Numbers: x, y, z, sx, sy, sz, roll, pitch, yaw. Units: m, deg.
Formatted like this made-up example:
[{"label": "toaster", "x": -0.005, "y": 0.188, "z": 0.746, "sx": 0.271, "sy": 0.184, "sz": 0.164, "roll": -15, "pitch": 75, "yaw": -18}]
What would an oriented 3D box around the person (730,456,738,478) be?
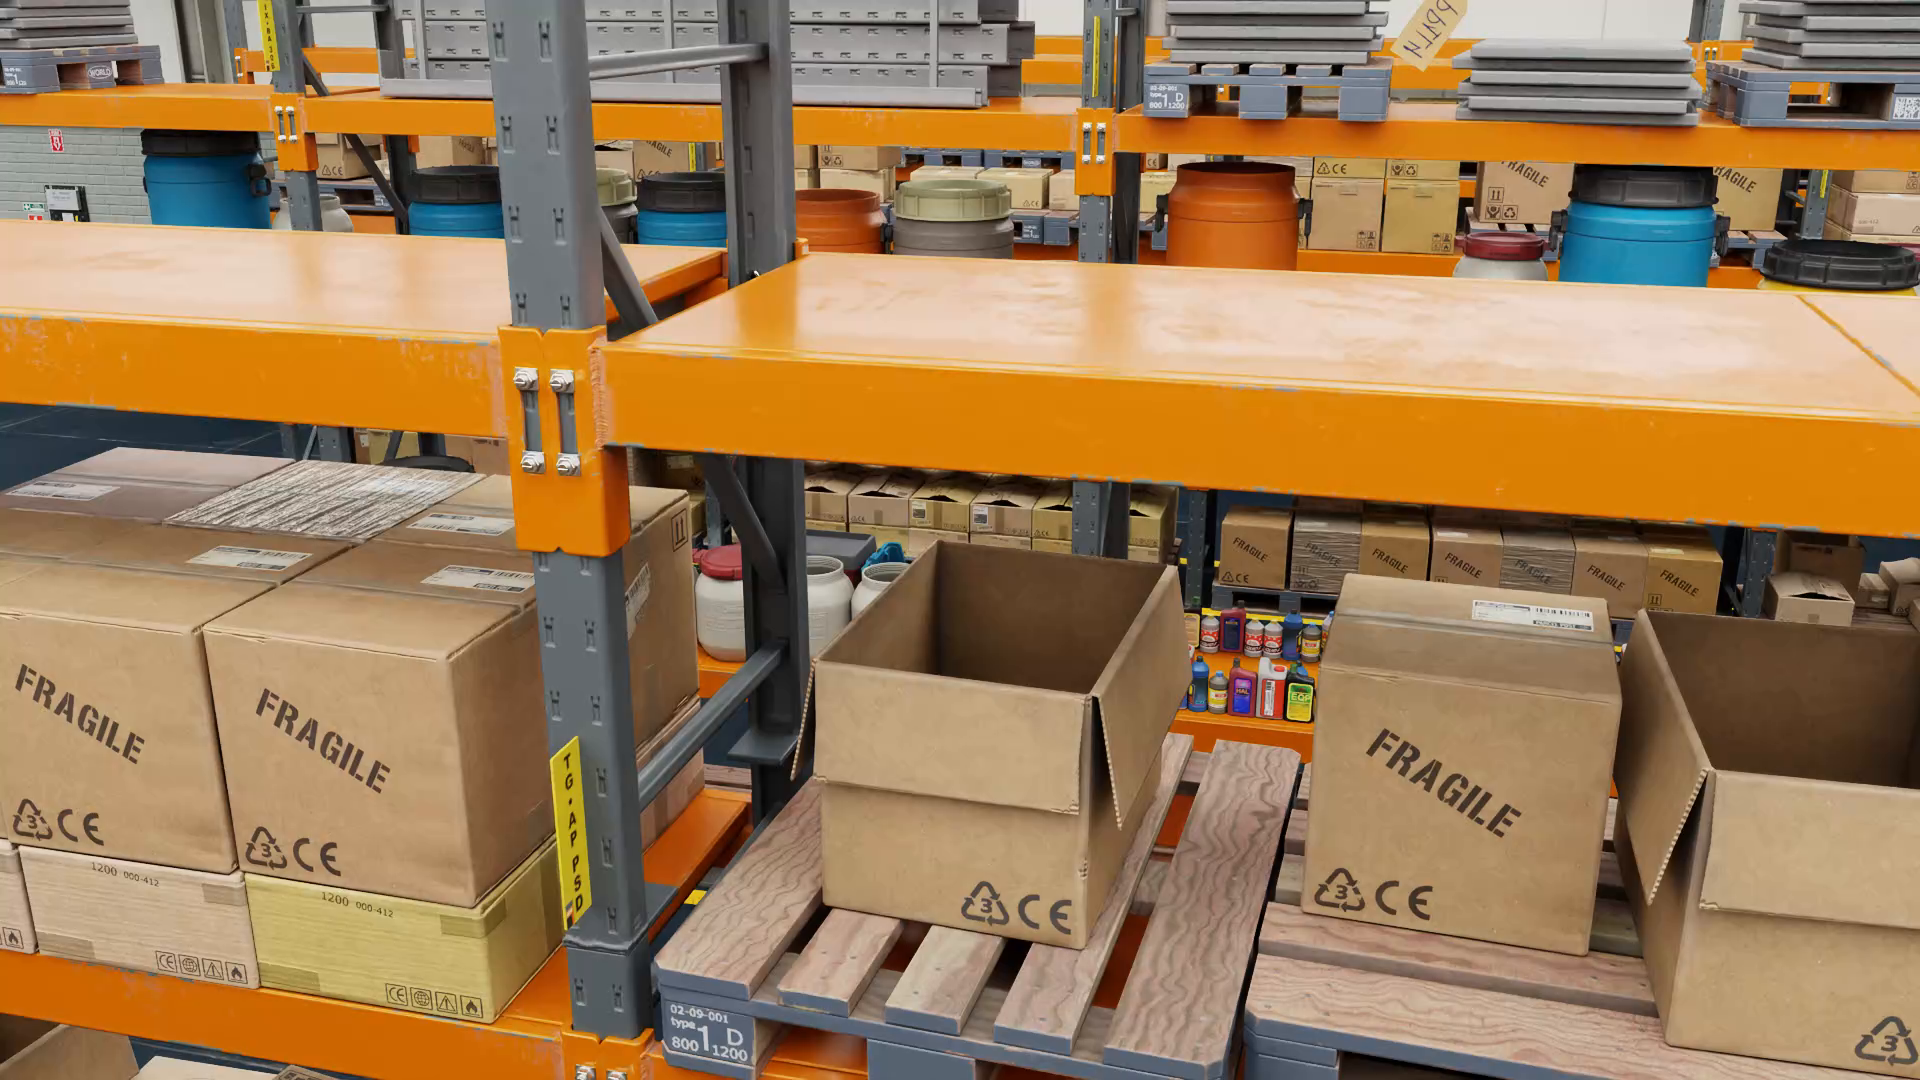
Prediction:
[{"label": "person", "x": -1.392, "y": 0.076, "z": 12.163, "sx": 0.560, "sy": 1.408, "sz": 0.456, "roll": 5, "pitch": 19, "yaw": 14}]
